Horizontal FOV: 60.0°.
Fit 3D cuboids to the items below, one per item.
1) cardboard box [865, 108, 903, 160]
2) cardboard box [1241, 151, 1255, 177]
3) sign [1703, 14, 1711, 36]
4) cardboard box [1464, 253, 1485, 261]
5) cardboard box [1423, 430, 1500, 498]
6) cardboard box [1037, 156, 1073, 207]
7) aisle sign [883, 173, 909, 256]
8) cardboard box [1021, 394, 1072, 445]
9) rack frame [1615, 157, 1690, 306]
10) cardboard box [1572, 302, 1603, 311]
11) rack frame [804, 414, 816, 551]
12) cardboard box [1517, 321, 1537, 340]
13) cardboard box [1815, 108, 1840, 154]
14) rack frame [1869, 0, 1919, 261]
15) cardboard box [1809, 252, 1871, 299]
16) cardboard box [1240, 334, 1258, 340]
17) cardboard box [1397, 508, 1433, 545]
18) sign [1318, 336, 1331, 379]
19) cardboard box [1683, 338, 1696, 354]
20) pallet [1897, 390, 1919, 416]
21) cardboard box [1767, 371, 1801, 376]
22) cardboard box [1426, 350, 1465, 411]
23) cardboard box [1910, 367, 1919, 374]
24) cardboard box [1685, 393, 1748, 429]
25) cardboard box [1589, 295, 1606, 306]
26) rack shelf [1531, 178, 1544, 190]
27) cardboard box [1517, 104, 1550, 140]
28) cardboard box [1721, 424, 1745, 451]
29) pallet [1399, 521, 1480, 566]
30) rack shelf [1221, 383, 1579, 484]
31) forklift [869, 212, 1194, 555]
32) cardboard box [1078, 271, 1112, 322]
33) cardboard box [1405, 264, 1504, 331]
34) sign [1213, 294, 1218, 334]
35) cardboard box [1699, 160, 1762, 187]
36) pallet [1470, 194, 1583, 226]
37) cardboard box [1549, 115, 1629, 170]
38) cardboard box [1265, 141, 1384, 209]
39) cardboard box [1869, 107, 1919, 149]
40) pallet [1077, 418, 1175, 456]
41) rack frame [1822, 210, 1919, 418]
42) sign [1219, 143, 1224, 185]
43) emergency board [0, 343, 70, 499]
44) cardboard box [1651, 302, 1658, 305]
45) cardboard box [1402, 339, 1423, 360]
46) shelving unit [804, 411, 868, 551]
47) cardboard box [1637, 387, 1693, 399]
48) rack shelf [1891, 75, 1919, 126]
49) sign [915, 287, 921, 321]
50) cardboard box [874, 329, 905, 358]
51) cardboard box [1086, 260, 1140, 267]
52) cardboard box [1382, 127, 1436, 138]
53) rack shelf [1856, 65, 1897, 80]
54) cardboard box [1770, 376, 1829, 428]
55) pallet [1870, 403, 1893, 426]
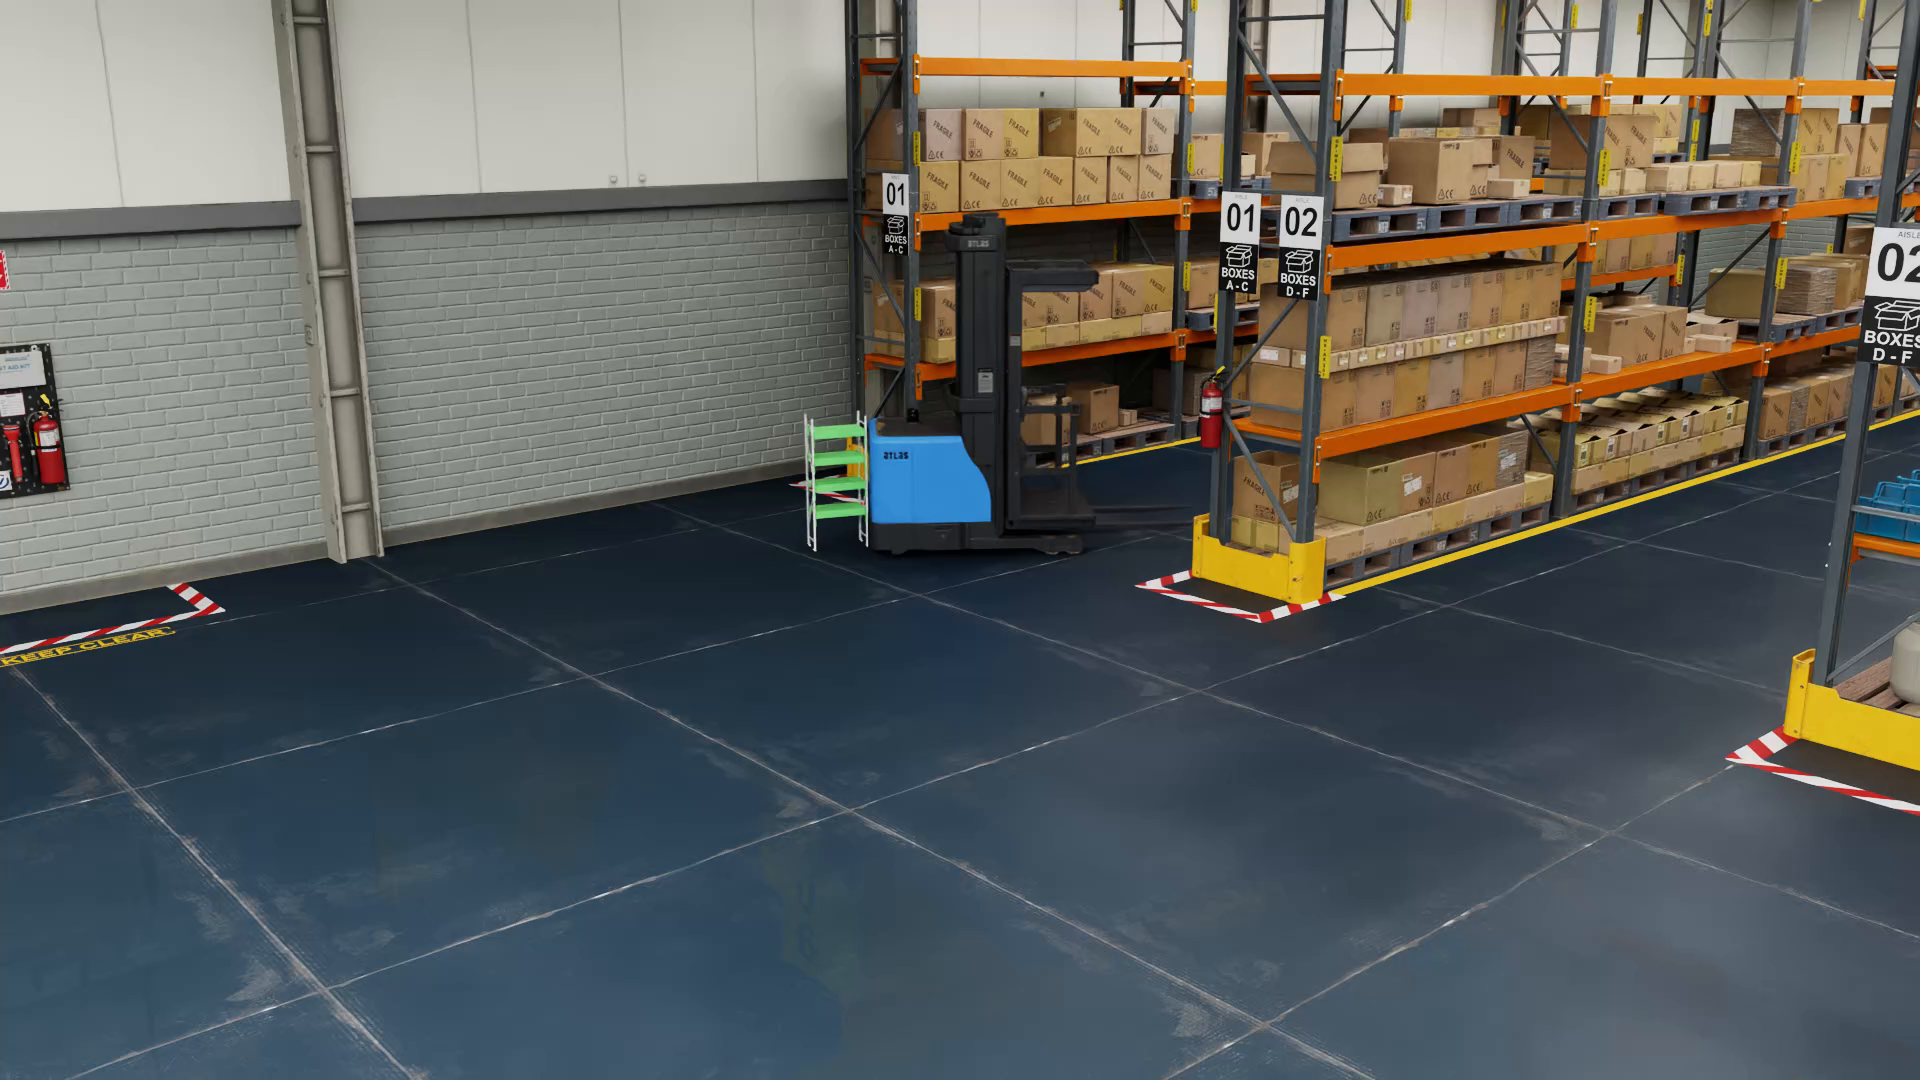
[{"bbox_3d":[-0.625,-4.151,16.994,0.500,0.500,0.500,-12,19,-37],"label":"cardboard box"},{"bbox_3d":[3.168,-4.505,19.848,0.500,0.311,0.500,-12,19,-38],"label":"cardboard box"},{"bbox_3d":[11.637,-8.027,25.899,0.005,0.325,0.100,-13,19,-39],"label":"sign"},{"bbox_3d":[6.954,-3.886,23.178,0.500,0.500,0.500,-12,19,-38],"label":"cardboard box"},{"bbox_3d":[4.527,-0.698,15.113,0.500,0.500,0.500,-13,19,-39],"label":"cardboard box"},{"bbox_3d":[0.845,-3.819,17.691,0.500,0.500,0.500,-11,19,-36],"label":"cardboard box"},{"bbox_3d":[-0.636,-3.222,16.462,0.004,0.787,0.394,-13,19,-39],"label":"aisle sign"},{"bbox_3d":[0.818,-1.352,18.491,0.500,0.500,0.700,-14,21,-43],"label":"cardboard box"},{"bbox_3d":[11.291,-4.747,27.209,0.127,3.000,1.000,-13,19,-39],"label":"rack frame"},{"bbox_3d":[9.677,-3.596,25.672,0.250,0.149,0.380,-13,20,-41],"label":"cardboard box"},{"bbox_3d":[-1.336,-0.509,14.831,0.015,1.200,0.240,-5,16,-19],"label":"rack frame"},{"bbox_3d":[5.045,-1.938,15.242,0.250,0.149,0.380,-13,20,-41],"label":"cardboard box"},{"bbox_3d":[9.613,-4.654,18.917,0.500,0.500,0.500,-13,19,-39],"label":"cardboard box"},{"bbox_3d":[5.724,-3.006,9.067,0.127,3.000,1.000,-13,19,-39],"label":"rack frame"},{"bbox_3d":[11.024,-3.320,20.860,0.700,0.500,0.500,8,17,28],"label":"cardboard box"},{"bbox_3d":[3.891,-2.454,21.164,0.500,0.250,0.500,-13,20,-40],"label":"cardboard box"},{"bbox_3d":[3.778,-0.165,14.569,0.500,0.250,0.500,-13,19,-39],"label":"cardboard box"},{"bbox_3d":[2.835,-1.420,12.923,0.005,0.325,0.100,-13,19,-39],"label":"sign"},{"bbox_3d":[7.586,-2.080,17.710,0.250,0.149,0.380,-11,18,-35],"label":"cardboard box"},{"bbox_3d":[12.047,-1.874,21.859,1.213,0.211,1.003,-13,19,-39],"label":"pallet"},{"bbox_3d":[9.845,-1.815,20.223,0.500,0.500,0.500,-14,20,-41],"label":"cardboard box"},{"bbox_3d":[4.002,-1.460,14.711,0.500,0.500,0.700,-12,19,-38],"label":"cardboard box"},{"bbox_3d":[12.942,-2.431,22.525,0.637,0.503,0.797,-13,19,-39],"label":"cardboard box"},{"bbox_3d":[8.277,-1.437,18.244,0.500,0.311,0.500,-12,19,-38],"label":"cardboard box"},{"bbox_3d":[10.030,-3.806,26.460,0.250,0.149,0.380,-12,19,-39],"label":"cardboard box"},{"bbox_3d":[6.765,-4.832,23.109,4.000,0.370,1.077,-13,19,-39],"label":"rack shelf"},{"bbox_3d":[8.647,-6.223,24.754,0.500,0.500,0.500,-13,20,-40],"label":"cardboard box"},{"bbox_3d":[8.274,-1.166,18.317,0.500,0.250,0.500,-12,19,-38],"label":"cardboard box"},{"bbox_3d":[3.945,-0.069,15.099,1.213,0.211,1.003,-13,19,-39],"label":"pallet"},{"bbox_3d":[3.984,-1.064,14.815,4.000,0.370,1.077,-13,19,-39],"label":"rack shelf"},{"bbox_3d":[0.692,-1.417,14.874,3.031,2.935,1.130,-1,15,-4],"label":"forklift"},{"bbox_3d":[1.325,-2.704,18.361,0.500,0.500,0.500,-13,20,-41],"label":"cardboard box"},{"bbox_3d":[4.404,-2.179,14.886,0.500,0.500,0.700,-13,20,-39],"label":"cardboard box"},{"bbox_3d":[2.130,-1.855,13.678,0.005,0.325,0.100,-13,19,-39],"label":"sign"},{"bbox_3d":[8.205,-3.920,17.777,0.500,0.250,0.500,14,21,43],"label":"cardboard box"},{"bbox_3d":[4.867,-3.007,15.055,1.213,0.211,1.003,-13,19,-39],"label":"pallet"},{"bbox_3d":[5.984,-3.789,15.834,0.500,0.500,0.500,-12,19,-39],"label":"cardboard box"},{"bbox_3d":[2.912,-2.939,13.342,0.637,0.503,0.797,-11,18,-36],"label":"cardboard box"},{"bbox_3d":[11.870,-5.176,20.871,0.500,0.500,0.700,-13,19,-39],"label":"cardboard box"},{"bbox_3d":[1.755,-1.246,19.507,1.213,0.211,1.003,-13,19,-39],"label":"pallet"},{"bbox_3d":[11.528,-3.106,21.064,0.127,3.000,1.000,-13,19,-39],"label":"rack frame"},{"bbox_3d":[2.130,-3.019,13.367,0.005,0.325,0.100,-13,19,-39],"label":"sign"},{"bbox_3d":[-7.234,-0.896,12.791,0.643,1.169,0.194,-13,19,-39],"label":"emergency board"},{"bbox_3d":[10.829,-3.604,26.961,0.500,0.500,0.700,-13,19,-39],"label":"cardboard box"},{"bbox_3d":[3.691,-1.634,14.105,0.250,0.149,0.380,-14,20,-41],"label":"cardboard box"},{"bbox_3d":[-1.107,-0.531,14.912,0.503,1.200,0.258,-5,16,-19],"label":"shelving unit"},{"bbox_3d":[7.923,-1.542,18.637,0.500,0.311,0.500,-12,19,-38],"label":"cardboard box"},{"bbox_3d":[7.233,-2.804,10.480,4.000,0.370,1.077,-13,19,-39],"label":"rack shelf"},{"bbox_3d":[-0.423,-2.349,16.555,0.005,0.325,0.100,-13,19,-39],"label":"sign"},{"bbox_3d":[-0.554,-2.091,17.516,0.500,0.250,0.500,-12,19,-39],"label":"cardboard box"},{"bbox_3d":[1.747,-2.975,19.373,0.500,0.500,0.500,-13,20,-41],"label":"cardboard box"},{"bbox_3d":[5.949,-5.295,22.402,0.500,0.500,0.700,-14,20,-42],"label":"cardboard box"},{"bbox_3d":[13.037,-5.994,21.652,4.000,0.370,1.077,-13,19,-39],"label":"rack shelf"},{"bbox_3d":[9.815,-1.628,19.524,0.500,0.500,0.500,-13,20,-40],"label":"cardboard box"},{"bbox_3d":[10.939,-1.613,20.881,1.213,0.211,1.003,-13,19,-39],"label":"pallet"}]
